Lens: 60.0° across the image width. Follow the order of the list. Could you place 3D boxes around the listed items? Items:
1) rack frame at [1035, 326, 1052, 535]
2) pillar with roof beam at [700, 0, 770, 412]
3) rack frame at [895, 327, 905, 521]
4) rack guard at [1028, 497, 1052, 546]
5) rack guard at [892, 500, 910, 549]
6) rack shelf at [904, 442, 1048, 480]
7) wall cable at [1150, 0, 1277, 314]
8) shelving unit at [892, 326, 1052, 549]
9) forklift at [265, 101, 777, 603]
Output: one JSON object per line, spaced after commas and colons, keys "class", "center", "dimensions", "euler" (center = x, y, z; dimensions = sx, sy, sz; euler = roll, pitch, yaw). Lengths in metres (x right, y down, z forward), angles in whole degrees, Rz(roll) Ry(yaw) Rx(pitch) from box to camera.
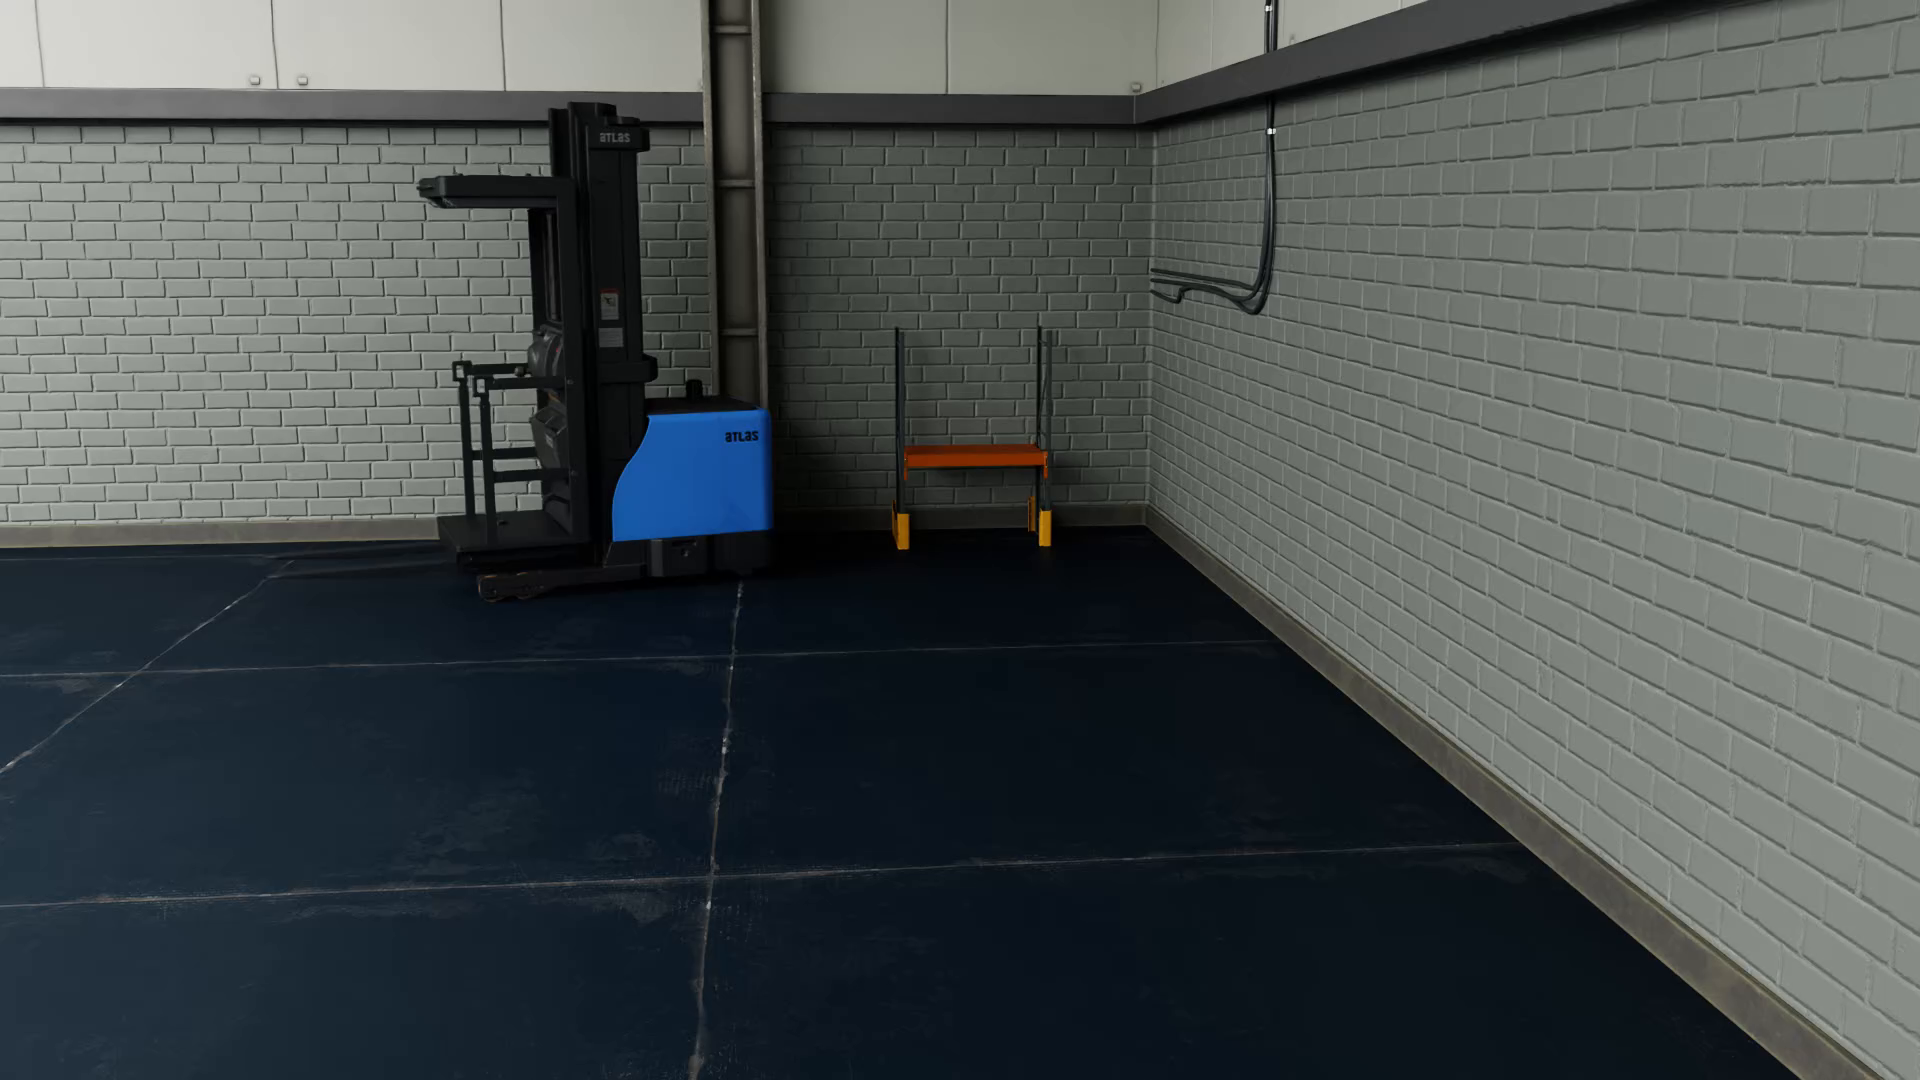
{"class": "rack frame", "center": [0.590, -0.748, 11.786], "dimensions": [0.032, 1.500, 0.500], "euler": [-1, 11, -6]}
{"class": "pillar with roof beam", "center": [-1.093, -3.617, 6.941], "dimensions": [0.400, 9.000, 9.100], "euler": [-1, 11, -6]}
{"class": "rack frame", "center": [-0.421, -0.727, 11.678], "dimensions": [0.032, 1.500, 0.500], "euler": [-1, 11, -6]}
{"class": "rack guard", "center": [0.571, -0.135, 11.905], "dimensions": [0.087, 0.250, 0.587], "euler": [-1, 11, -6]}
{"class": "rack guard", "center": [-0.419, -0.114, 11.799], "dimensions": [0.087, 0.250, 0.587], "euler": [-1, 11, -6]}
{"class": "rack shelf", "center": [0.085, -0.561, 11.767], "dimensions": [1.000, 0.185, 0.538], "euler": [-1, 11, -6]}
{"class": "wall cable", "center": [1.514, -2.727, 10.462], "dimensions": [0.112, 2.526, 3.097], "euler": [-1, 11, -6]}
{"class": "shelving unit", "center": [0.076, -0.738, 11.731], "dimensions": [1.083, 1.500, 0.587], "euler": [-1, 11, -6]}
{"class": "forklift", "center": [-2.745, -1.178, 10.263], "dimensions": [3.031, 2.935, 1.130], "euler": [-5, 12, -23]}
